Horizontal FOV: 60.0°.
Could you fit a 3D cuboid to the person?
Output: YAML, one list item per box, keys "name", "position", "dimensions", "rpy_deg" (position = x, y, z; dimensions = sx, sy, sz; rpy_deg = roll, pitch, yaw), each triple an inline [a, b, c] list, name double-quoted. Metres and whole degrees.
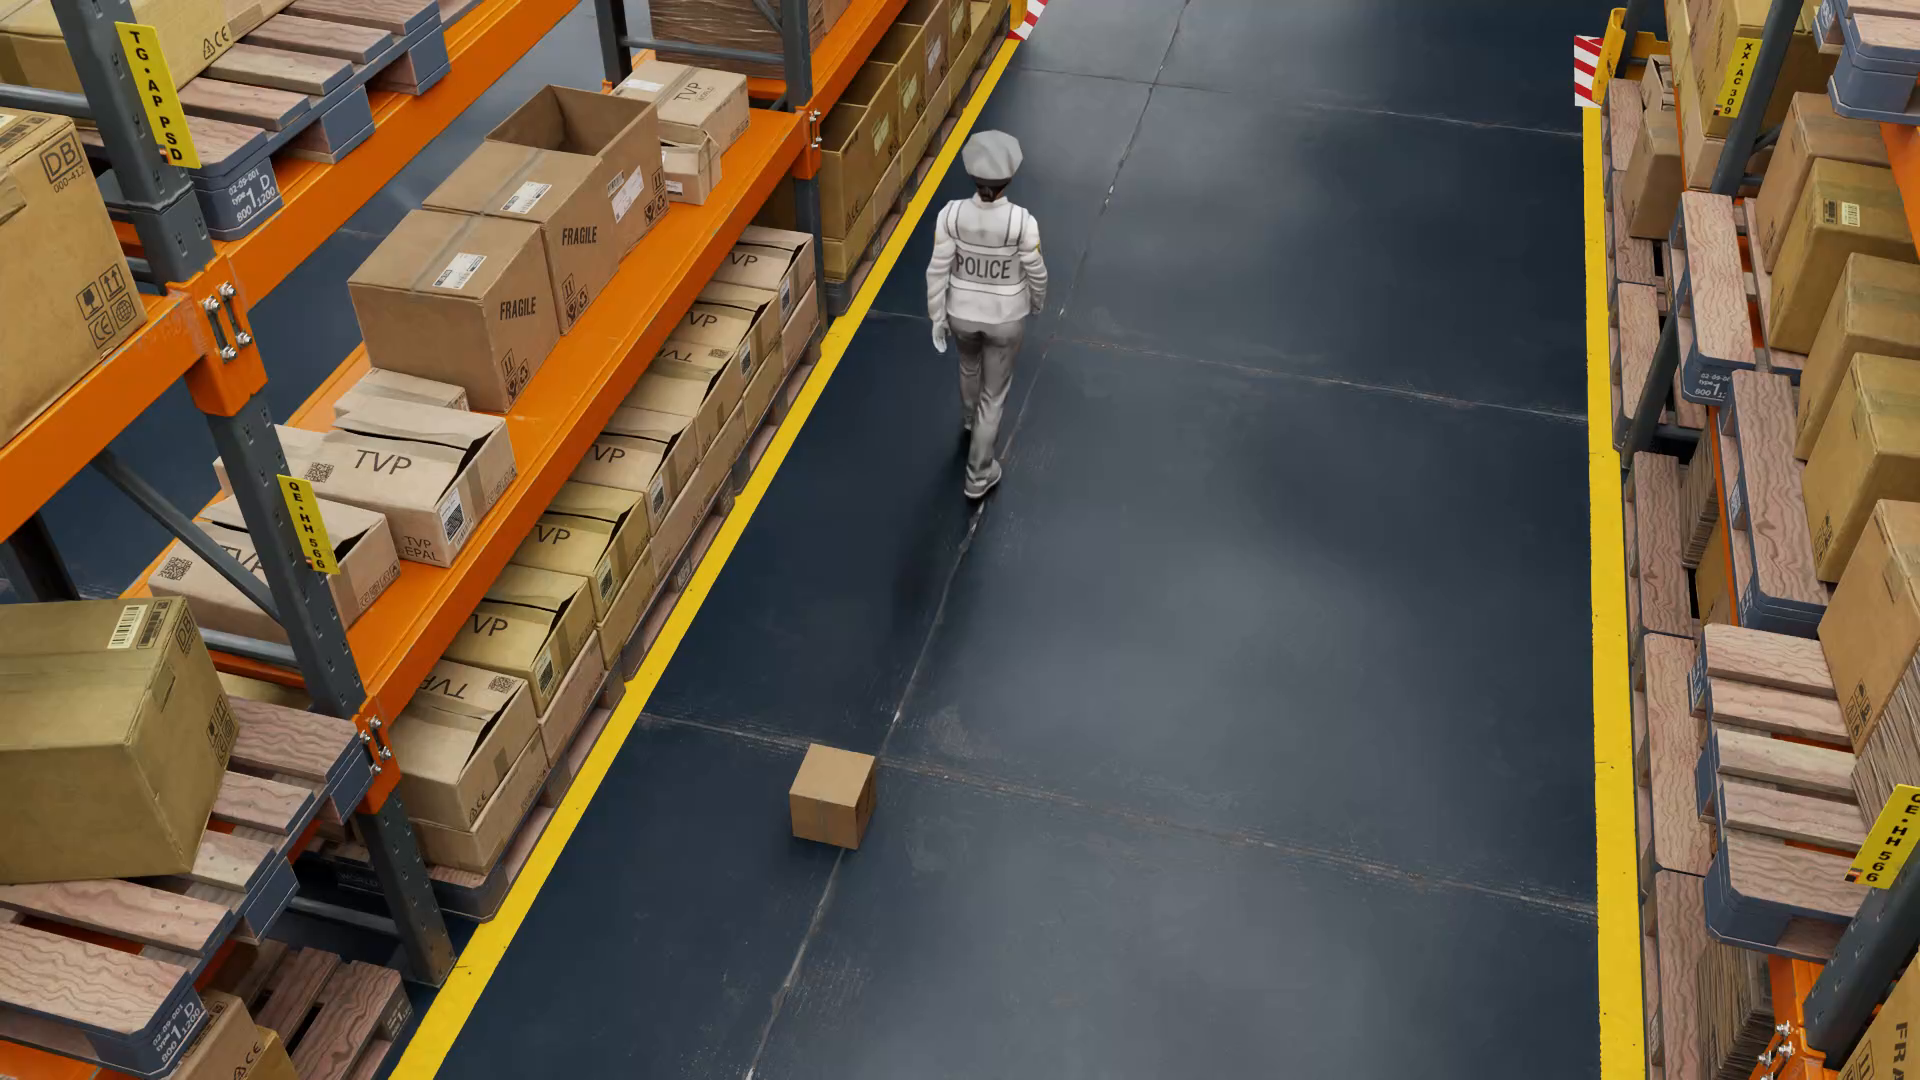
- name: "person"
  position: [0.134, -1.001, 7.293]
  dimensions: [0.500, 1.722, 0.726]
  rpy_deg: [11, 42, 12]
